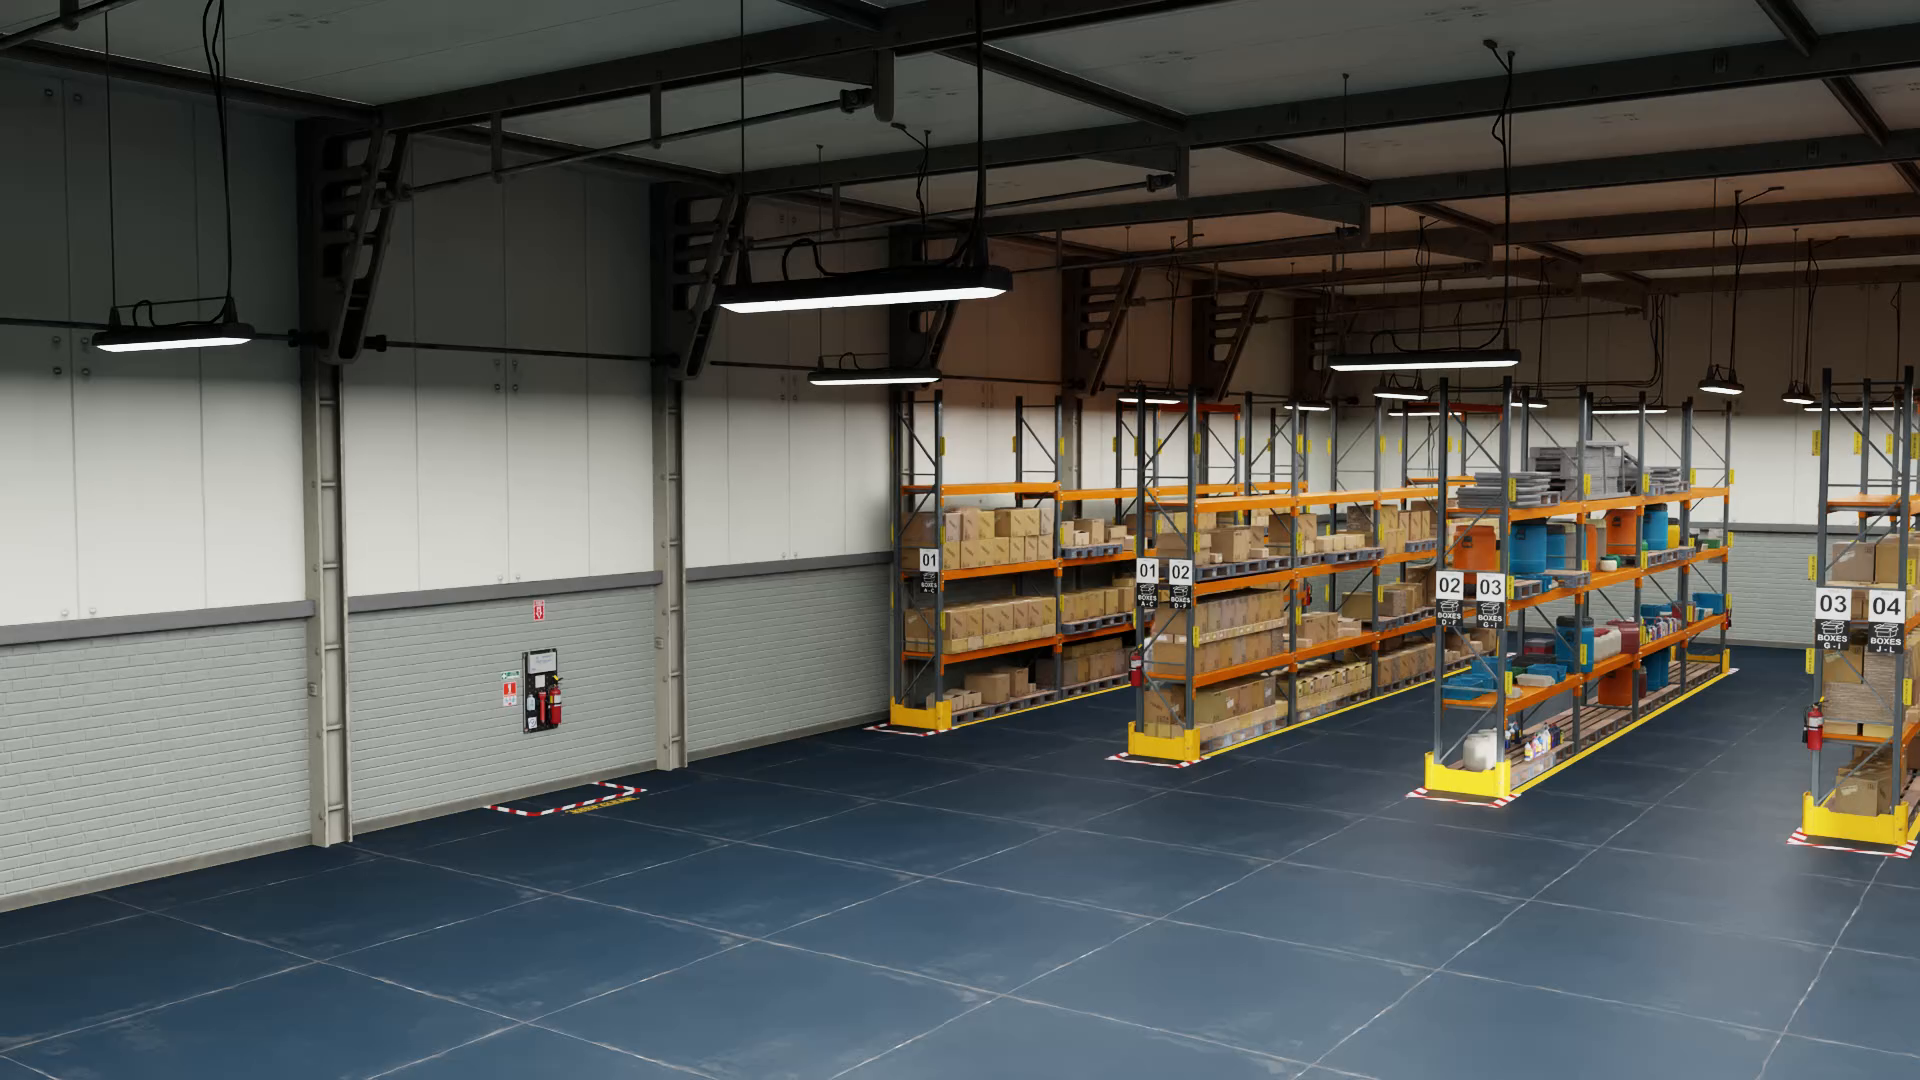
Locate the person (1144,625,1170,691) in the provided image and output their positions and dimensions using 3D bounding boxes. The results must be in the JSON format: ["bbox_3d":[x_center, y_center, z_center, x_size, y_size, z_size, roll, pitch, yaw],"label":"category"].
[{"bbox_3d":[3.517,2.414,30.447,0.684,1.712,1.171,2,4,32],"label":"person"}]
